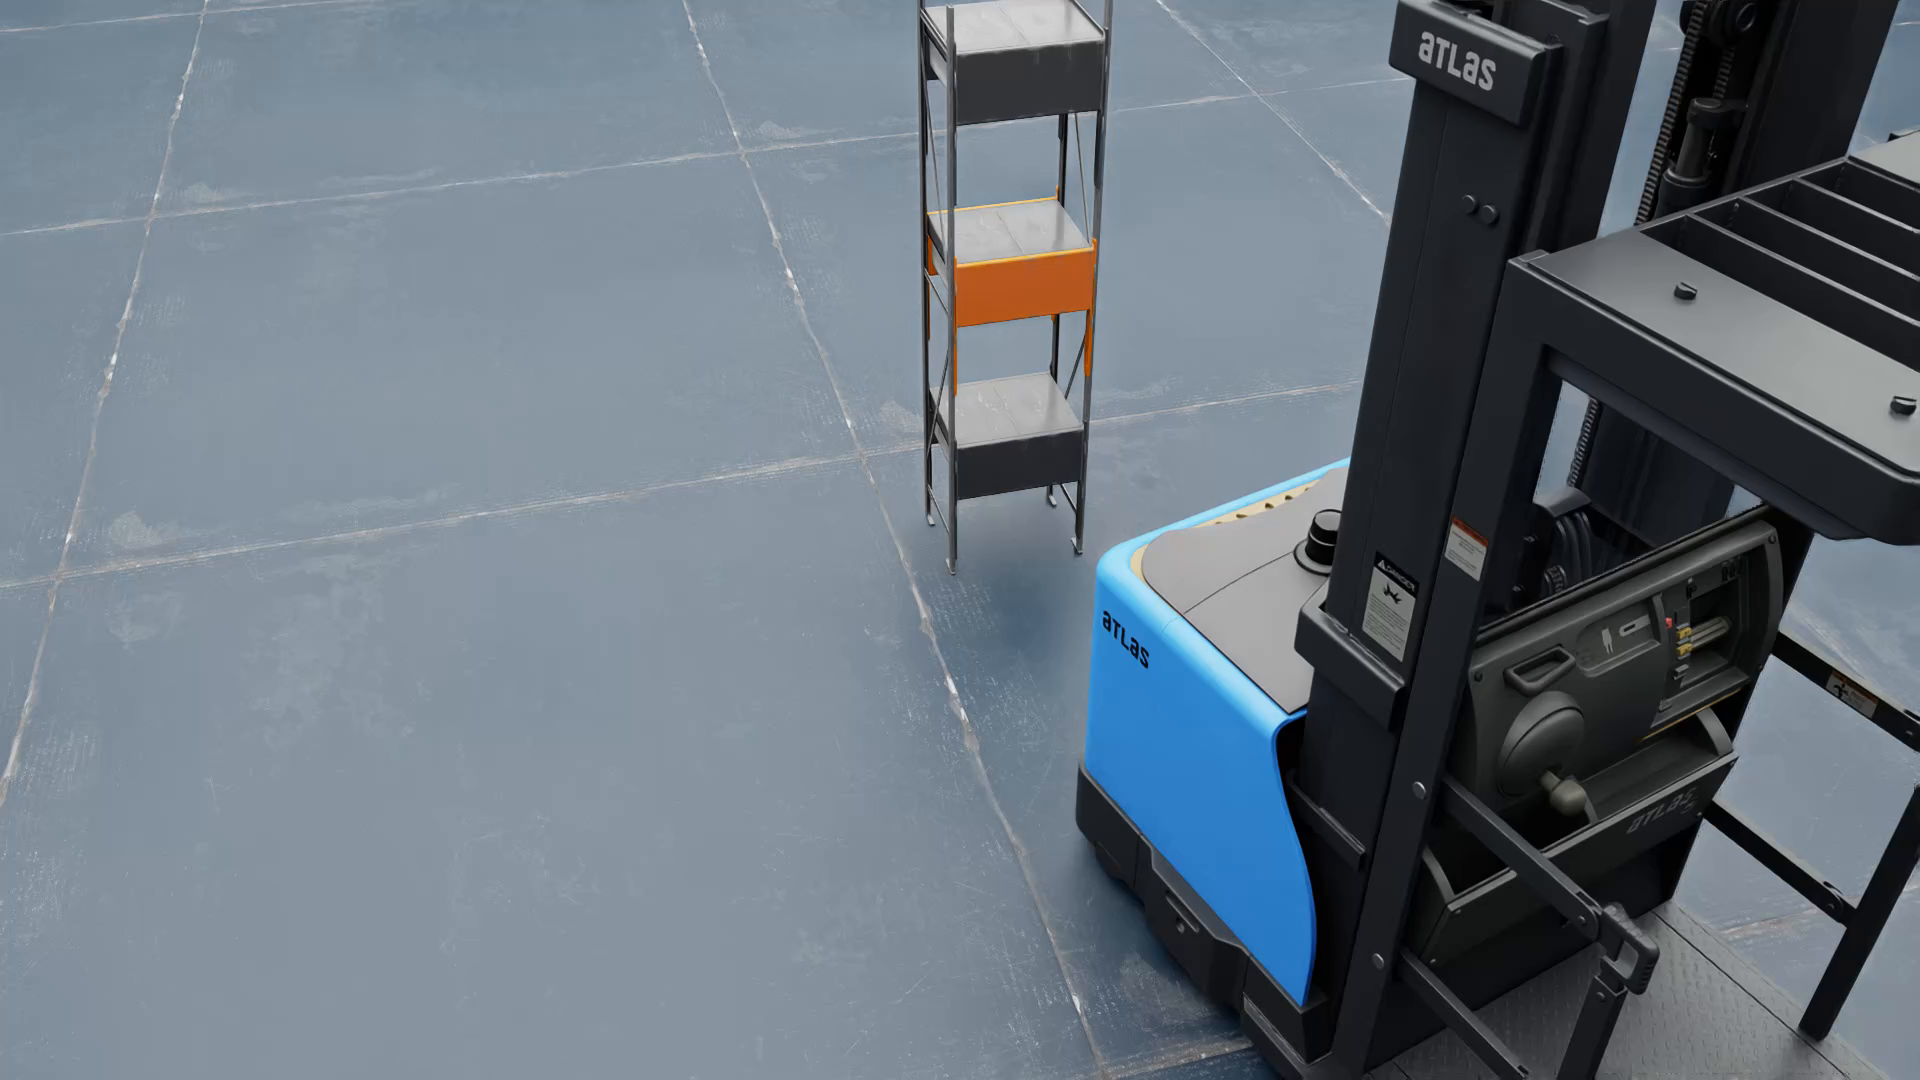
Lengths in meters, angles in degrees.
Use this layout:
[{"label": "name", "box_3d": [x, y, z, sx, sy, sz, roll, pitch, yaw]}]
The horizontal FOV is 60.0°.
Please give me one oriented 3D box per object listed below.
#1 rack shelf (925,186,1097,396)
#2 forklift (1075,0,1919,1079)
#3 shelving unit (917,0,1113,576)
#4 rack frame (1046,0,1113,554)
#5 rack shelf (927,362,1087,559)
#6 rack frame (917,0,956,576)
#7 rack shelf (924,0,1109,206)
[{"label": "rack shelf", "box_3d": [0.160, -0.849, 5.655, 0.480, 0.518, 0.431, -9, 38, -12]}, {"label": "forklift", "box_3d": [1.532, 0.342, 3.391, 1.130, 2.935, 3.031, -20, 42, -24]}, {"label": "shelving unit", "box_3d": [0.160, -0.860, 5.646, 0.503, 2.100, 0.431, -9, 38, -12]}, {"label": "rack frame", "box_3d": [0.395, -0.899, 5.697, 0.015, 2.100, 0.400, -9, 38, -12]}, {"label": "rack shelf", "box_3d": [0.160, -0.293, 6.080, 0.480, 0.518, 0.431, -9, 38, -12]}, {"label": "rack frame", "box_3d": [-0.076, -0.822, 5.596, 0.015, 2.100, 0.400, -9, 38, -12]}, {"label": "rack shelf", "box_3d": [0.160, -1.405, 5.229, 0.480, 0.518, 0.431, -9, 38, -12]}]
